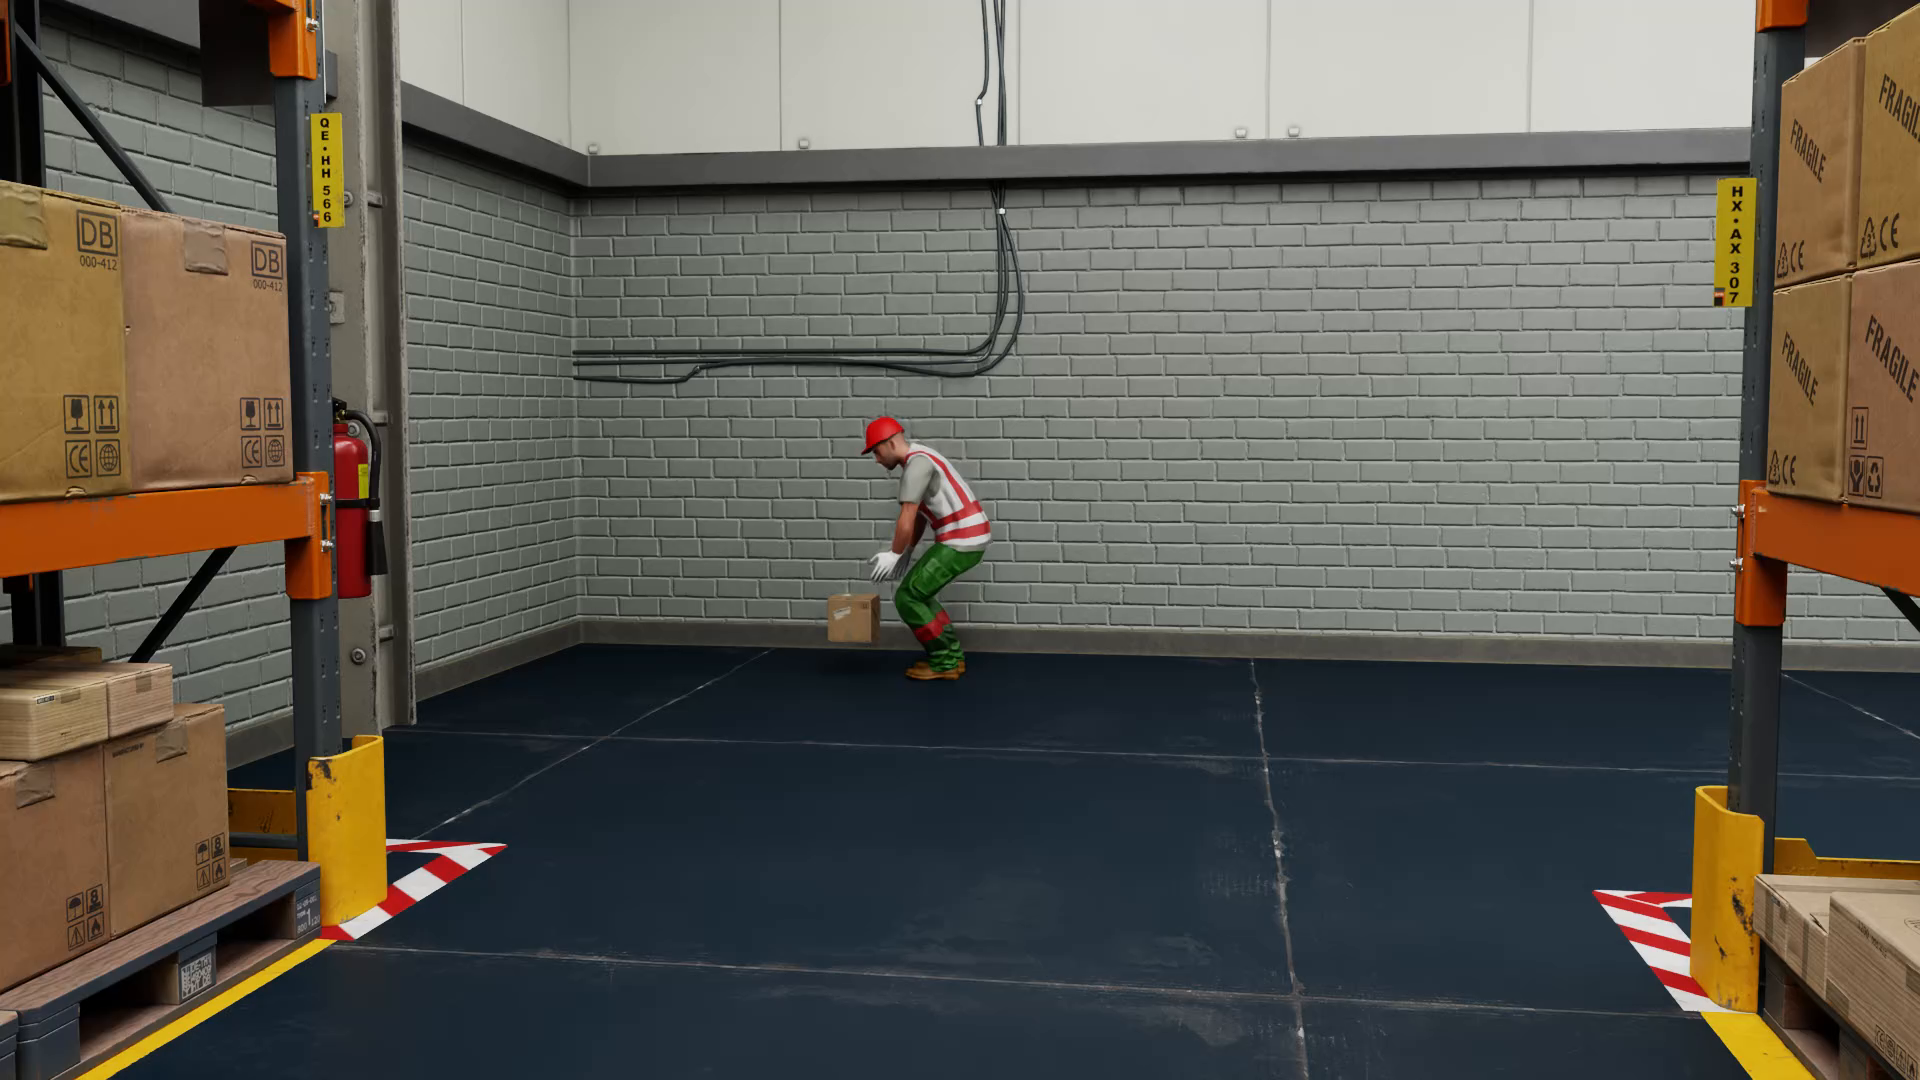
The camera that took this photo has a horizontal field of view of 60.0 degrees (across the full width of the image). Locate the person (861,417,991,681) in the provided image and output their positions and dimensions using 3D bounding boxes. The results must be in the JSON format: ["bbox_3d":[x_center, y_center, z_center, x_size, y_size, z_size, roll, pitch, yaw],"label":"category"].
[{"bbox_3d":[-0.197,0.045,9.400,0.725,1.472,0.582,1,4,9],"label":"person"}]
